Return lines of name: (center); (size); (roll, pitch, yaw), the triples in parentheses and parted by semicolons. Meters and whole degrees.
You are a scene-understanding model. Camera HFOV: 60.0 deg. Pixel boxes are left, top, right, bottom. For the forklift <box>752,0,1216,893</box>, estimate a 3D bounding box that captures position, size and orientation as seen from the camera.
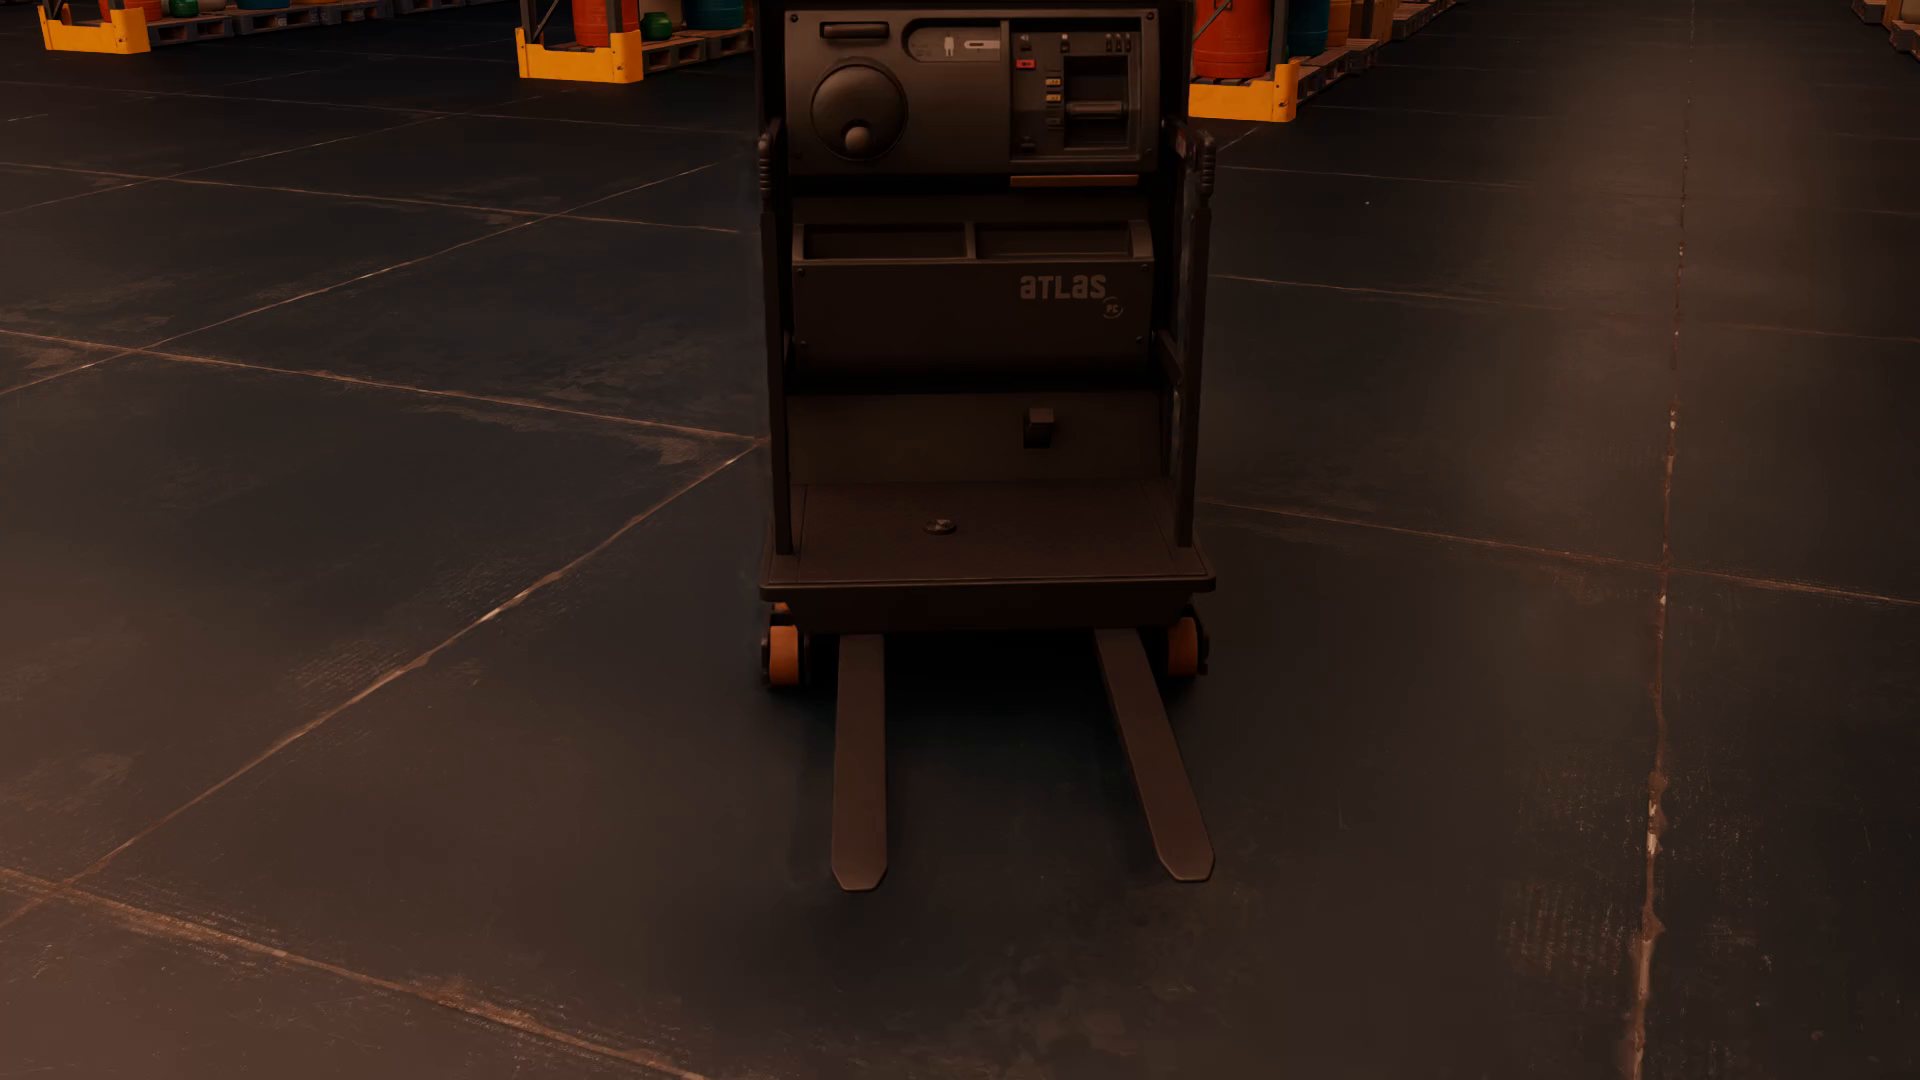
forklift: (0.046, -1.104, 3.934); (1.130, 2.935, 3.031); (-1, 23, -3)
